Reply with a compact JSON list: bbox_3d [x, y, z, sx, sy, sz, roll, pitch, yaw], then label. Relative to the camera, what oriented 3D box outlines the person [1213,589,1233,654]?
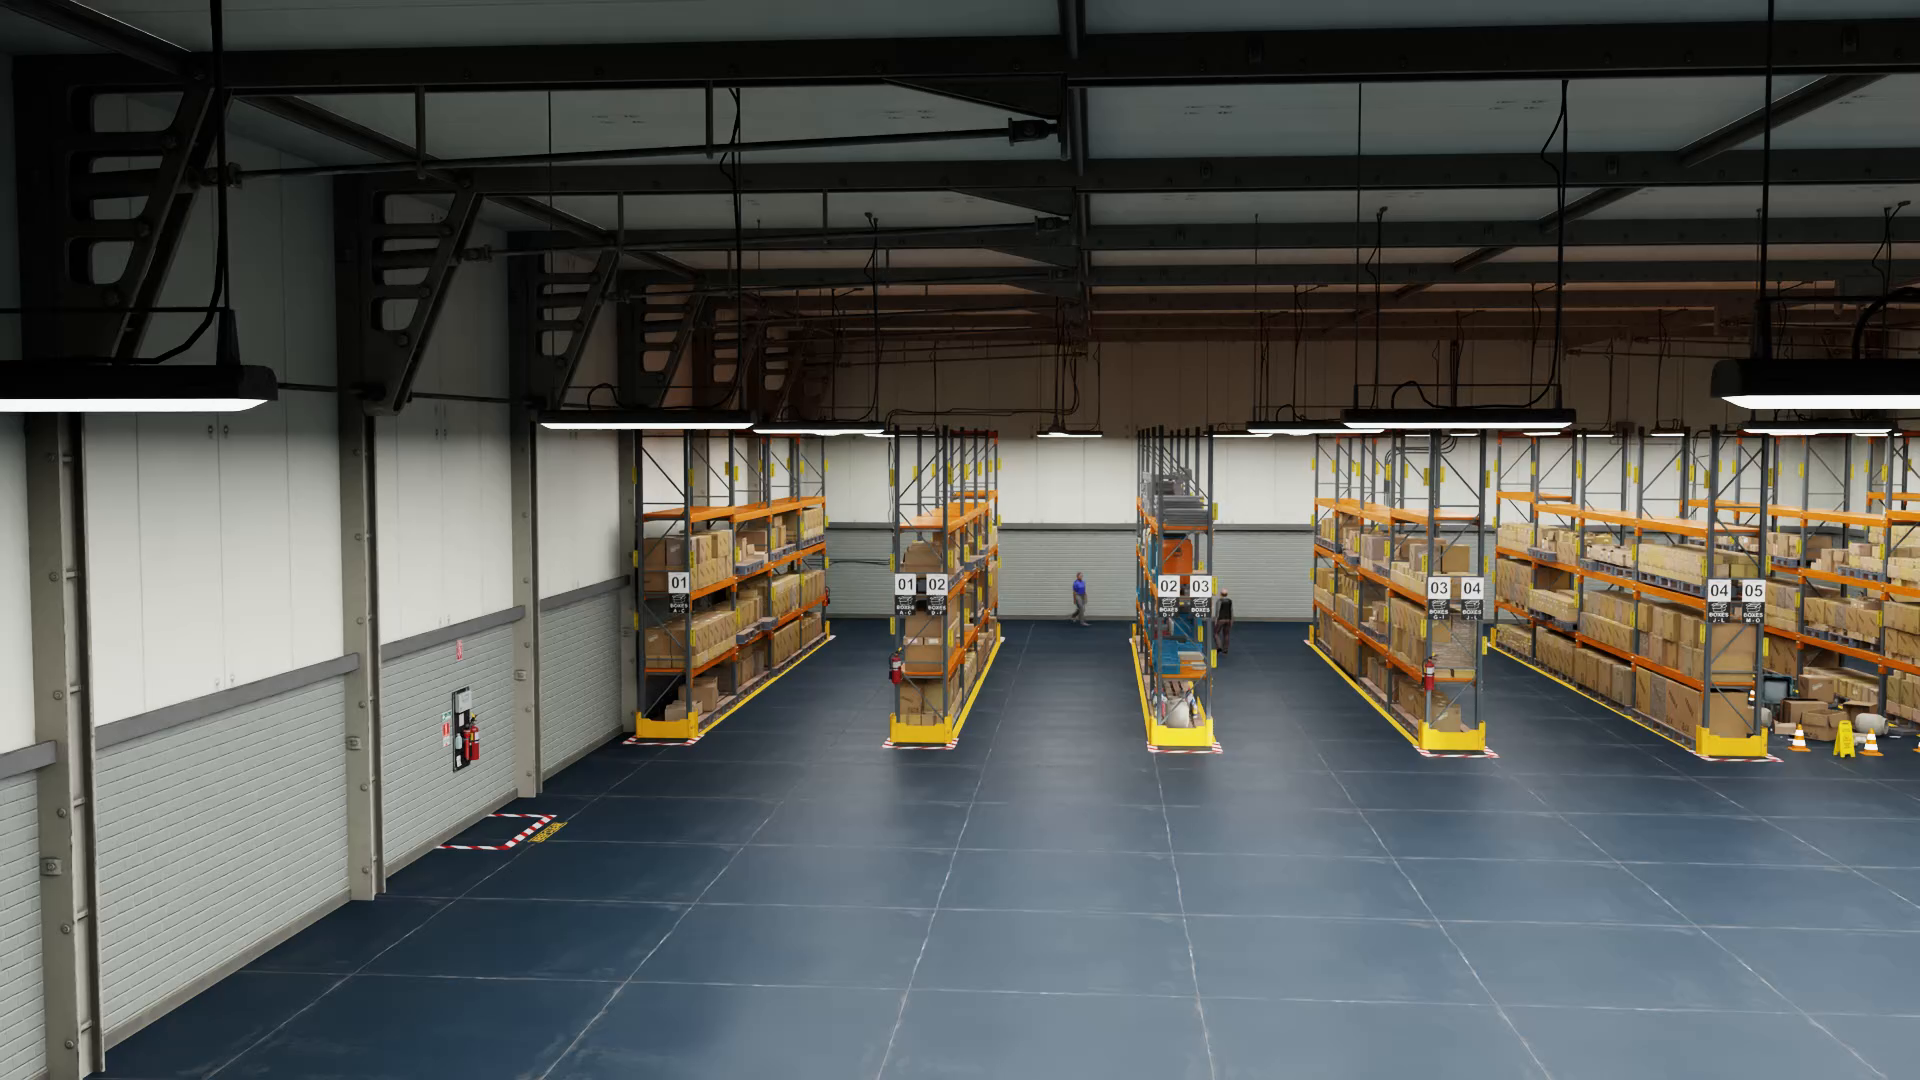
[{"bbox_3d":[7.067,2.193,44.622,0.567,1.748,0.390,-1,4,-22],"label":"person"}]

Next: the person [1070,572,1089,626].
[{"bbox_3d":[3.671,1.818,51.424,0.812,1.624,0.432,3,4,40],"label":"person"}]
